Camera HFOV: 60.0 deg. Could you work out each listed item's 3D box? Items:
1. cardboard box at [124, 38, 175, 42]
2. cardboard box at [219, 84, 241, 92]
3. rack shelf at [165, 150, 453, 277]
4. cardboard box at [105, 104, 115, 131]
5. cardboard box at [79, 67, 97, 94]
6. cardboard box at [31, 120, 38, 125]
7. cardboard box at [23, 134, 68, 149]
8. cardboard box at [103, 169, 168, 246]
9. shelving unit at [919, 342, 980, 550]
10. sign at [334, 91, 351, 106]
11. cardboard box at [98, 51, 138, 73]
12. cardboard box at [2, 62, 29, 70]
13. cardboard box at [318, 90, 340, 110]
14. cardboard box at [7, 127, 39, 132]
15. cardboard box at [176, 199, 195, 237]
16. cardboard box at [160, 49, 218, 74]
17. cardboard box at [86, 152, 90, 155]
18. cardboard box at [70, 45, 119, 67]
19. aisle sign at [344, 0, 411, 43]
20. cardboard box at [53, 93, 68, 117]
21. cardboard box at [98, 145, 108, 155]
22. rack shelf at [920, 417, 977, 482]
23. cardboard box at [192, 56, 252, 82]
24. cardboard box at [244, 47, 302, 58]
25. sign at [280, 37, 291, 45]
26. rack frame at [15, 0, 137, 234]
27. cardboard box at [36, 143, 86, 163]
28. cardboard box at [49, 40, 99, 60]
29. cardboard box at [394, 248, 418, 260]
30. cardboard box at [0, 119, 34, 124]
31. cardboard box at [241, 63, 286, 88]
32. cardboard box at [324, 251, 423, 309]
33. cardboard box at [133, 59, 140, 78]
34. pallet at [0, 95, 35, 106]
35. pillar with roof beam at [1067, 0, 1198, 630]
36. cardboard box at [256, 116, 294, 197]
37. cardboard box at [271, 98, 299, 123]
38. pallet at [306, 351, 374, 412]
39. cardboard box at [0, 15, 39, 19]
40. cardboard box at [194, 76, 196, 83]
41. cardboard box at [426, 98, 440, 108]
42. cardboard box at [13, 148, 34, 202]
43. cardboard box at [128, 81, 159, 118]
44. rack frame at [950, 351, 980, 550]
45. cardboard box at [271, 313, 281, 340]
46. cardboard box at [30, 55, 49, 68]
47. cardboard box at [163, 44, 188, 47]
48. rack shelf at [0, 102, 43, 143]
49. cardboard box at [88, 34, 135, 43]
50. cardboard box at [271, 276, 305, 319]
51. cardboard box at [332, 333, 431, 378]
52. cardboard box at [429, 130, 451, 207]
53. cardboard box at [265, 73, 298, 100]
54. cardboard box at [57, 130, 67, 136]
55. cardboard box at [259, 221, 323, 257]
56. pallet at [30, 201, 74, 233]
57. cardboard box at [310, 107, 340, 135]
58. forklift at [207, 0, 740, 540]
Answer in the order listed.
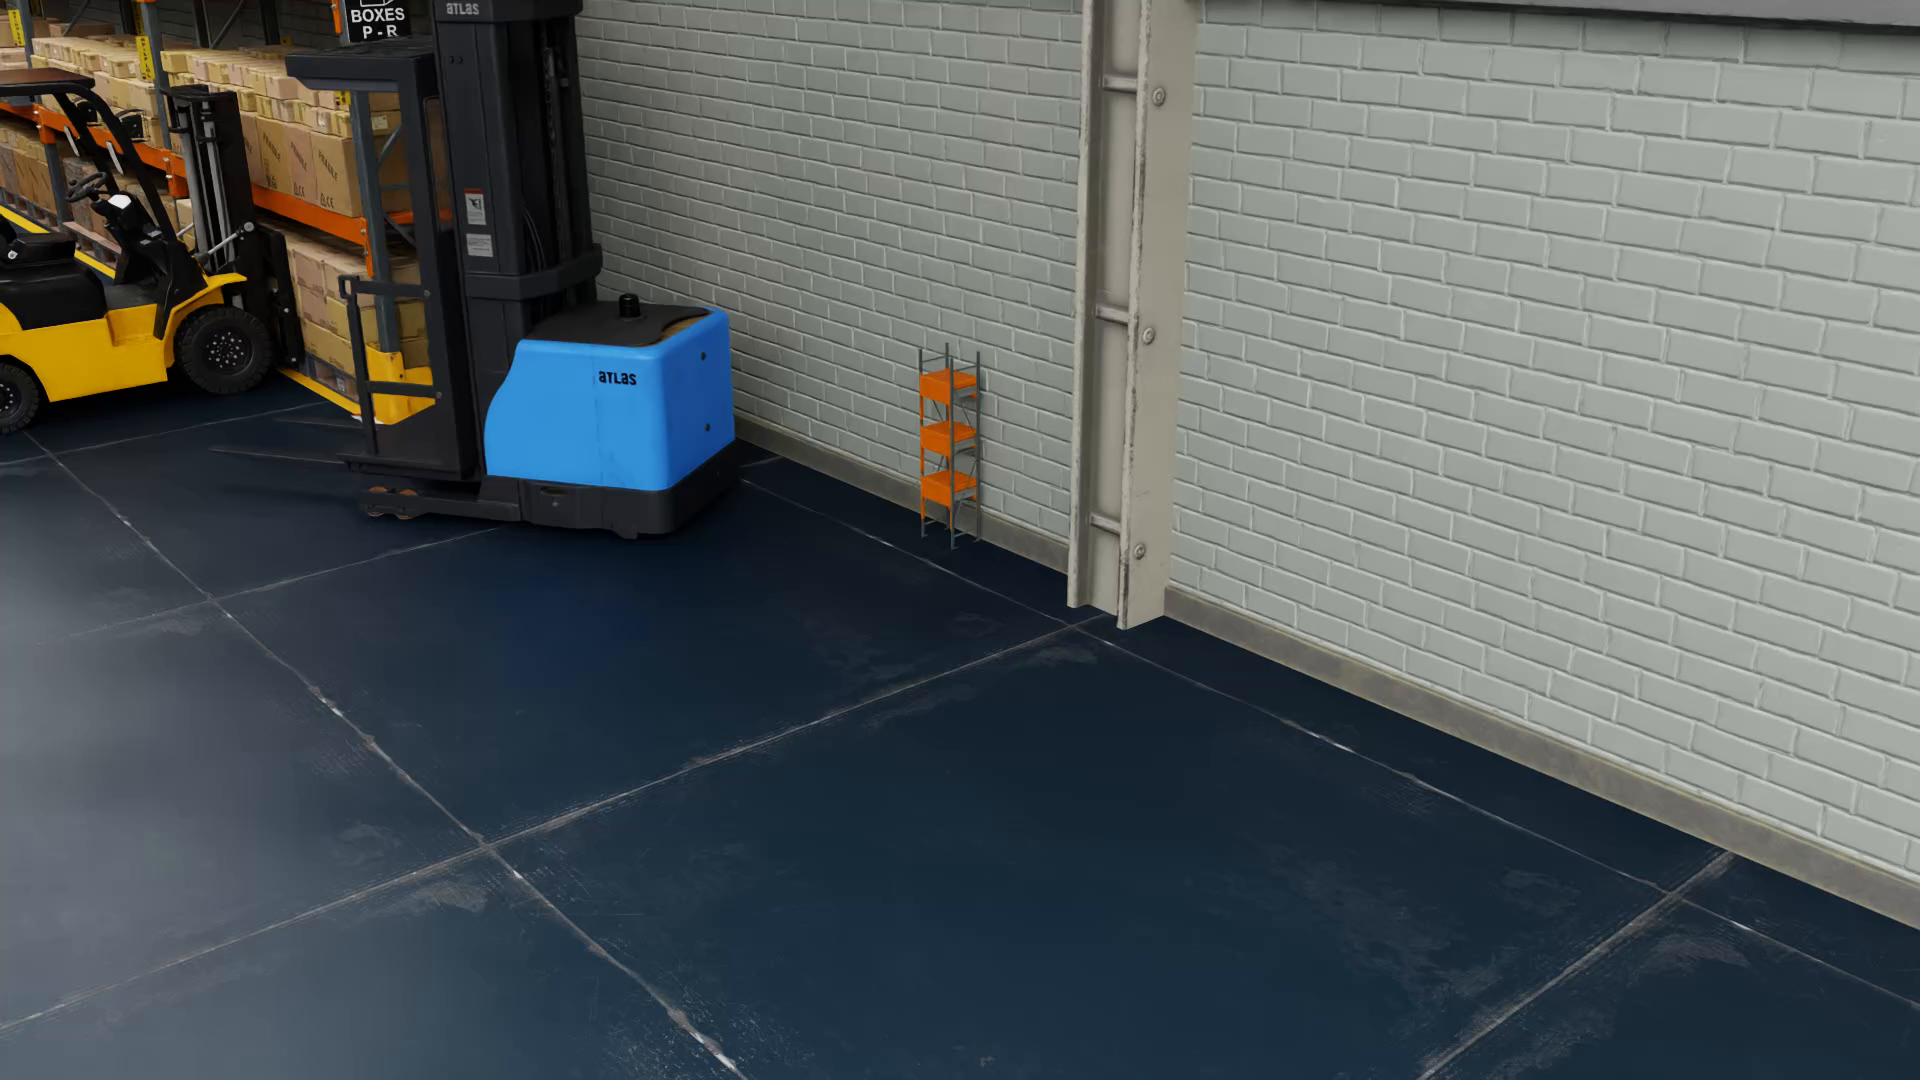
[{"bbox_3d":[-7.642,-4.645,15.704,0.380,0.149,0.250,-18,28,-38],"label":"cardboard box"},{"bbox_3d":[-5.166,-3.253,12.151,0.380,0.149,0.250,-19,28,-39],"label":"cardboard box"},{"bbox_3d":[-4.683,-2.529,12.313,1.077,0.370,4.000,-17,27,-37],"label":"rack shelf"},{"bbox_3d":[-7.149,-3.705,14.537,0.500,0.250,0.500,-17,27,-37],"label":"cardboard box"},{"bbox_3d":[-7.488,-4.081,14.810,0.500,0.250,0.500,-17,27,-37],"label":"cardboard box"},{"bbox_3d":[-10.411,-4.790,19.064,0.380,0.149,0.250,-17,27,-37],"label":"cardboard box"},{"bbox_3d":[-9.592,-4.166,17.470,0.380,0.149,0.250,-16,27,-36],"label":"cardboard box"},{"bbox_3d":[-7.331,-3.071,15.392,0.875,0.625,0.625,-19,28,-40],"label":"cardboard box"},{"bbox_3d":[-0.054,-0.494,8.805,0.215,1.050,0.252,-18,28,-38],"label":"shelving unit"},{"bbox_3d":[-3.798,-2.835,10.197,0.100,0.325,0.005,-17,27,-37],"label":"sign"},{"bbox_3d":[-7.236,-4.152,14.446,0.380,0.149,0.250,-17,27,-37],"label":"cardboard box"},{"bbox_3d":[-9.319,-4.690,16.614,0.380,0.149,0.250,-17,27,-36],"label":"cardboard box"},{"bbox_3d":[-3.955,-2.908,10.860,0.380,0.149,0.250,-17,27,-37],"label":"cardboard box"},{"bbox_3d":[-10.080,-4.384,18.026,0.380,0.149,0.250,-17,27,-37],"label":"cardboard box"},{"bbox_3d":[-5.910,-2.589,13.303,0.500,0.250,0.500,-18,28,-38],"label":"cardboard box"},{"bbox_3d":[-6.005,-3.744,12.997,0.380,0.149,0.250,-17,27,-36],"label":"cardboard box"},{"bbox_3d":[-8.968,-3.876,17.619,0.500,0.500,0.500,-17,27,-37],"label":"cardboard box"},{"bbox_3d":[-7.764,-4.358,14.970,0.380,0.149,0.250,-17,27,-36],"label":"cardboard box"},{"bbox_3d":[-3.557,-3.433,10.072,0.394,0.787,0.004,-17,27,-37],"label":"aisle sign"},{"bbox_3d":[-8.170,-4.130,15.622,0.500,0.250,0.500,-18,28,-39],"label":"cardboard box"},{"bbox_3d":[-8.704,-4.073,17.233,0.380,0.149,0.250,-16,26,-35],"label":"cardboard box"},{"bbox_3d":[-0.053,-0.485,8.809,0.215,0.259,0.240,-18,28,-38],"label":"rack shelf"},{"bbox_3d":[-5.502,-3.530,12.449,0.380,0.149,0.250,-17,27,-36],"label":"cardboard box"},{"bbox_3d":[-5.419,-3.808,13.158,0.380,0.149,0.250,-18,28,-39],"label":"cardboard box"},{"bbox_3d":[-5.569,-3.989,13.759,0.100,0.325,0.005,-17,27,-37],"label":"sign"},{"bbox_3d":[-8.599,-4.521,16.414,1.000,3.000,0.127,-17,27,-37],"label":"rack frame"},{"bbox_3d":[-9.114,-3.931,16.870,0.380,0.149,0.250,-19,28,-40],"label":"cardboard box"},{"bbox_3d":[-8.252,-4.573,15.521,0.380,0.149,0.250,-17,27,-36],"label":"cardboard box"},{"bbox_3d":[-3.548,-1.870,11.468,0.500,0.250,0.500,-18,28,-38],"label":"cardboard box"},{"bbox_3d":[-10.573,-4.599,18.575,0.380,0.149,0.250,-18,28,-38],"label":"cardboard box"},{"bbox_3d":[-4.928,-3.343,11.971,0.380,0.149,0.250,-17,27,-37],"label":"cardboard box"},{"bbox_3d":[-3.914,-1.745,11.149,0.500,0.250,0.500,-16,27,-36],"label":"cardboard box"},{"bbox_3d":[-6.682,-3.953,13.938,0.380,0.149,0.250,-17,27,-37],"label":"cardboard box"},{"bbox_3d":[-9.095,-4.602,16.885,1.213,0.211,1.003,-17,27,-37],"label":"pallet"},{"bbox_3d":[-2.494,-2.829,3.867,9.100,9.000,0.400,-17,27,-37],"label":"pillar with roof beam"},{"bbox_3d":[-4.564,-2.718,11.673,0.500,0.500,0.500,-18,28,-38],"label":"cardboard box"},{"bbox_3d":[-4.492,-2.972,11.433,0.380,0.149,0.250,-19,28,-39],"label":"cardboard box"},{"bbox_3d":[-3.908,-1.214,11.794,1.003,0.211,1.213,-17,27,-37],"label":"pallet"},{"bbox_3d":[-10.214,-5.322,17.745,0.700,0.500,0.500,-18,27,-38],"label":"cardboard box"},{"bbox_3d":[-5.618,-3.477,12.723,0.380,0.149,0.250,-18,27,-38],"label":"cardboard box"},{"bbox_3d":[-3.435,-2.942,10.947,0.380,0.149,0.250,-18,28,-38],"label":"cardboard box"},{"bbox_3d":[-9.701,-3.903,17.688,0.500,0.500,0.500,-16,27,-35],"label":"cardboard box"},{"bbox_3d":[-6.503,-3.654,13.720,0.500,0.250,0.500,-18,28,-39],"label":"cardboard box"},{"bbox_3d":[0.027,-0.461,8.720,0.200,1.050,0.008,-18,28,-38],"label":"rack frame"},{"bbox_3d":[-4.917,-1.699,12.403,0.500,0.250,0.500,-16,27,-36],"label":"cardboard box"},{"bbox_3d":[-8.514,-4.497,15.874,0.500,0.250,0.500,-17,27,-37],"label":"cardboard box"},{"bbox_3d":[-7.217,-4.409,15.100,0.380,0.149,0.250,-16,27,-36],"label":"cardboard box"},{"bbox_3d":[-9.905,-4.739,17.956,1.077,0.370,4.000,-17,27,-37],"label":"rack shelf"},{"bbox_3d":[-8.234,-4.828,16.171,0.380,0.149,0.250,-16,27,-36],"label":"cardboard box"},{"bbox_3d":[-4.604,-1.798,11.970,0.500,0.250,0.500,-18,28,-39],"label":"cardboard box"},{"bbox_3d":[-3.923,-1.281,11.335,0.500,0.250,0.500,-17,27,-37],"label":"cardboard box"},{"bbox_3d":[-3.490,-2.560,11.271,0.500,0.500,0.500,-16,27,-36],"label":"cardboard box"},{"bbox_3d":[-4.507,-3.105,11.365,0.380,0.149,0.250,-17,27,-36],"label":"cardboard box"},{"bbox_3d":[-9.588,-4.418,18.112,0.380,0.149,0.250,-17,27,-37],"label":"cardboard box"},{"bbox_3d":[-4.914,-2.163,12.217,0.500,0.250,0.500,-18,28,-38],"label":"cardboard box"},{"bbox_3d":[-9.058,-3.438,17.473,1.003,0.211,1.213,-17,27,-37],"label":"pallet"},{"bbox_3d":[-4.005,-2.752,10.871,0.380,0.149,0.250,-17,27,-37],"label":"cardboard box"},{"bbox_3d":[-2.863,-1.653,9.186,3.031,2.935,1.130,6,22,15],"label":"forklift"}]
